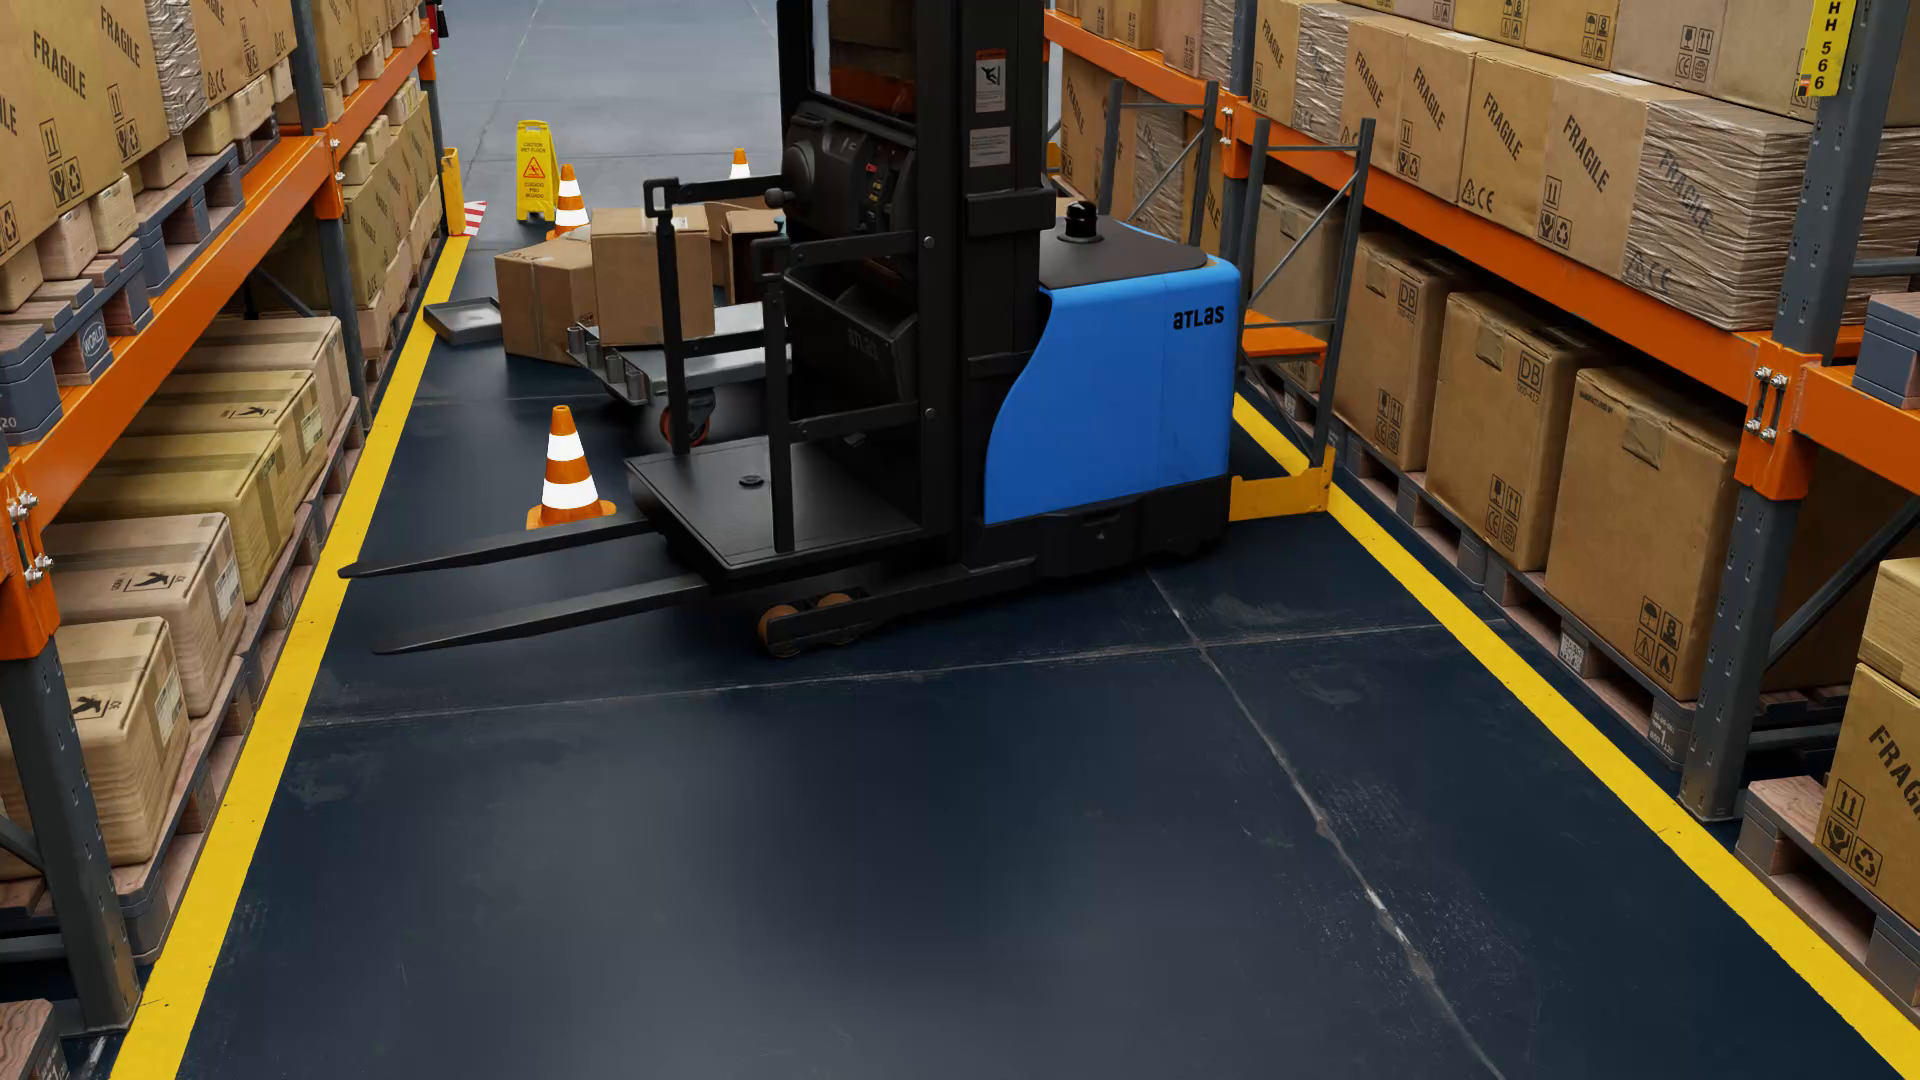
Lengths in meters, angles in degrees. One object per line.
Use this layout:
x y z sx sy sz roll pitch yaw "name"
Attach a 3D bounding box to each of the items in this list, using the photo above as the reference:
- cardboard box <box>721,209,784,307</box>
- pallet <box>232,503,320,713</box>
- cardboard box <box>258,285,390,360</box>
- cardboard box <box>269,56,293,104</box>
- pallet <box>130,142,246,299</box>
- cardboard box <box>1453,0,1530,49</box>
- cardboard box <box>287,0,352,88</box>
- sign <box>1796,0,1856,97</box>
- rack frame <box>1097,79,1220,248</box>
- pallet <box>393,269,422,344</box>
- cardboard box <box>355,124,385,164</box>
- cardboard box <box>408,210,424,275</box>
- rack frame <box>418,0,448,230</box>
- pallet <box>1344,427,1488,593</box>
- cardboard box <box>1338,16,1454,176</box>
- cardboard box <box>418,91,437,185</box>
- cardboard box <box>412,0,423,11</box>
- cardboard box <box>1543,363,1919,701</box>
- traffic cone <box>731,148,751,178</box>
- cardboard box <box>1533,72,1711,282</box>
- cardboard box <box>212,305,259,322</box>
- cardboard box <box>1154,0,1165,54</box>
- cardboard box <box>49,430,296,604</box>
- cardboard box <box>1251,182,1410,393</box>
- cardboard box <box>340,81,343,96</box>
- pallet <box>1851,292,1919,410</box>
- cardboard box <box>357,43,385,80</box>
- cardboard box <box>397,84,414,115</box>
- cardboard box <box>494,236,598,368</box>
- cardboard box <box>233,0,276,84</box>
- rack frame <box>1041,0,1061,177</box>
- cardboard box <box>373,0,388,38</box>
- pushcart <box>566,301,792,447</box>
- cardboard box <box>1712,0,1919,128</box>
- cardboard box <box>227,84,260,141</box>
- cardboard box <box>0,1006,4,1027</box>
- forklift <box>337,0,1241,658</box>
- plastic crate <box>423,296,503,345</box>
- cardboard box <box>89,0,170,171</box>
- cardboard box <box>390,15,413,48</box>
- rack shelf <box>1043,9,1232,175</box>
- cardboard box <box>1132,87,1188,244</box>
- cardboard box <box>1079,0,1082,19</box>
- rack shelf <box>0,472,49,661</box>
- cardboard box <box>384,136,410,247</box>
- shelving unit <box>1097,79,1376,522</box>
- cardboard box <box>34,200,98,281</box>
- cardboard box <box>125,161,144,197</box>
-0.850 -1.453 8.779 0.797 0.637 0.503 -4 24 -10 "cardboard box"
-2.729 0.233 5.454 1.003 0.211 1.213 -4 24 -10 "pallet"
-2.948 -1.017 7.741 0.500 0.250 0.500 -5 24 -12 "cardboard box"
-2.737 -1.728 6.247 0.380 0.149 0.250 -4 24 -9 "cardboard box"
-2.770 -0.947 4.909 1.003 0.211 1.213 -4 24 -10 "pallet"
2.122 -1.948 5.588 0.700 0.500 0.500 -5 24 -10 "cardboard box"
-2.911 -2.208 7.061 0.500 0.500 0.500 -4 24 -10 "cardboard box"
1.937 -1.153 3.696 0.100 0.325 0.005 -4 24 -10 "sign"
0.783 -1.164 6.998 0.500 1.500 0.032 -7 24 -25 "rack frame"
-3.492 -1.297 8.956 1.003 0.211 1.213 -4 24 -10 "pallet"
-3.009 -1.913 8.046 0.380 0.149 0.250 -3 24 -8 "cardboard box"
-3.239 -1.630 9.146 0.500 0.250 0.500 -5 24 -12 "cardboard box"
-3.844 -3.406 10.300 1.000 3.000 0.127 -4 24 -10 "rack frame"
2.188 -0.182 6.402 1.003 0.211 1.213 -4 24 -10 "pallet"
1.759 -1.662 6.183 0.500 0.500 0.500 -4 24 -10 "cardboard box"
-3.439 -2.386 9.939 0.500 0.500 0.500 -4 24 -9 "cardboard box"
-3.472 -3.395 9.778 0.500 0.500 0.500 -5 24 -11 "cardboard box"
2.458 -0.073 4.955 1.050 0.750 0.750 -5 24 -10 "cardboard box"
-1.468 -2.385 11.133 0.336 0.463 0.334 -4 24 -10 "traffic cone"
2.044 -1.064 4.814 0.500 0.500 0.500 -4 24 -10 "cardboard box"
-3.477 -0.977 7.651 0.500 0.250 0.500 -3 24 -7 "cardboard box"
1.554 -2.887 8.925 0.875 0.550 0.550 -4 24 -10 "cardboard box"
-2.738 -0.058 5.395 0.950 0.372 0.625 -4 24 -8 "cardboard box"
1.945 -1.162 7.450 1.050 0.750 0.750 -4 24 -10 "cardboard box"
-3.024 -2.063 7.539 0.380 0.149 0.250 -4 24 -10 "cardboard box"
2.718 -0.305 3.440 1.213 0.211 1.003 -4 24 -10 "pallet"
-3.074 -2.369 8.240 0.380 0.149 0.250 -4 24 -9 "cardboard box"
-3.262 -2.445 9.263 0.380 0.149 0.250 -4 24 -9 "cardboard box"
-1.965 -1.210 8.393 0.500 0.500 0.500 13 27 27 "cardboard box"
-2.700 -1.847 5.710 0.500 0.500 0.500 -4 24 -9 "cardboard box"
1.002 -3.812 11.230 1.000 3.000 0.127 -4 24 -10 "rack frame"
-3.220 -2.800 8.416 0.500 0.500 0.500 -4 24 -9 "cardboard box"
-0.872 -0.819 7.654 1.648 0.377 0.936 -13 27 -28 "pushcart"
2.409 -1.346 4.211 0.700 0.500 0.500 -4 24 -10 "cardboard box"
-2.572 -1.424 5.552 0.380 0.149 0.250 -4 24 -9 "cardboard box"
-2.318 0.800 2.800 0.875 0.875 0.875 -5 24 -10 "cardboard box"
-0.554 -1.204 5.345 3.031 2.935 1.130 -12 26 -25 "forklift"
-2.588 -1.173 8.835 0.402 0.080 0.583 -13 27 -28 "plastic crate"
-2.428 -1.240 4.321 0.500 0.500 0.500 -4 24 -9 "cardboard box"
-3.305 -2.866 9.379 0.380 0.149 0.250 -4 24 -9 "cardboard box"
1.372 -2.695 9.573 1.077 0.370 4.000 -4 24 -10 "rack shelf"
1.524 -2.064 9.358 0.875 0.875 0.875 -4 24 -9 "cardboard box"
1.239 -3.523 10.382 0.875 0.550 0.550 -4 24 -10 "cardboard box"
-1.994 0.857 1.438 1.077 0.370 4.000 -4 24 -10 "rack shelf"
-3.152 -1.774 8.538 0.500 0.500 0.500 -3 24 -7 "cardboard box"
1.002 -0.976 6.568 0.587 1.500 1.083 -7 24 -25 "shelving unit"
-2.266 -0.703 3.900 0.380 0.149 0.250 -6 24 -13 "cardboard box"
-2.509 -1.010 4.603 0.380 0.149 0.250 -3 24 -8 "cardboard box"
